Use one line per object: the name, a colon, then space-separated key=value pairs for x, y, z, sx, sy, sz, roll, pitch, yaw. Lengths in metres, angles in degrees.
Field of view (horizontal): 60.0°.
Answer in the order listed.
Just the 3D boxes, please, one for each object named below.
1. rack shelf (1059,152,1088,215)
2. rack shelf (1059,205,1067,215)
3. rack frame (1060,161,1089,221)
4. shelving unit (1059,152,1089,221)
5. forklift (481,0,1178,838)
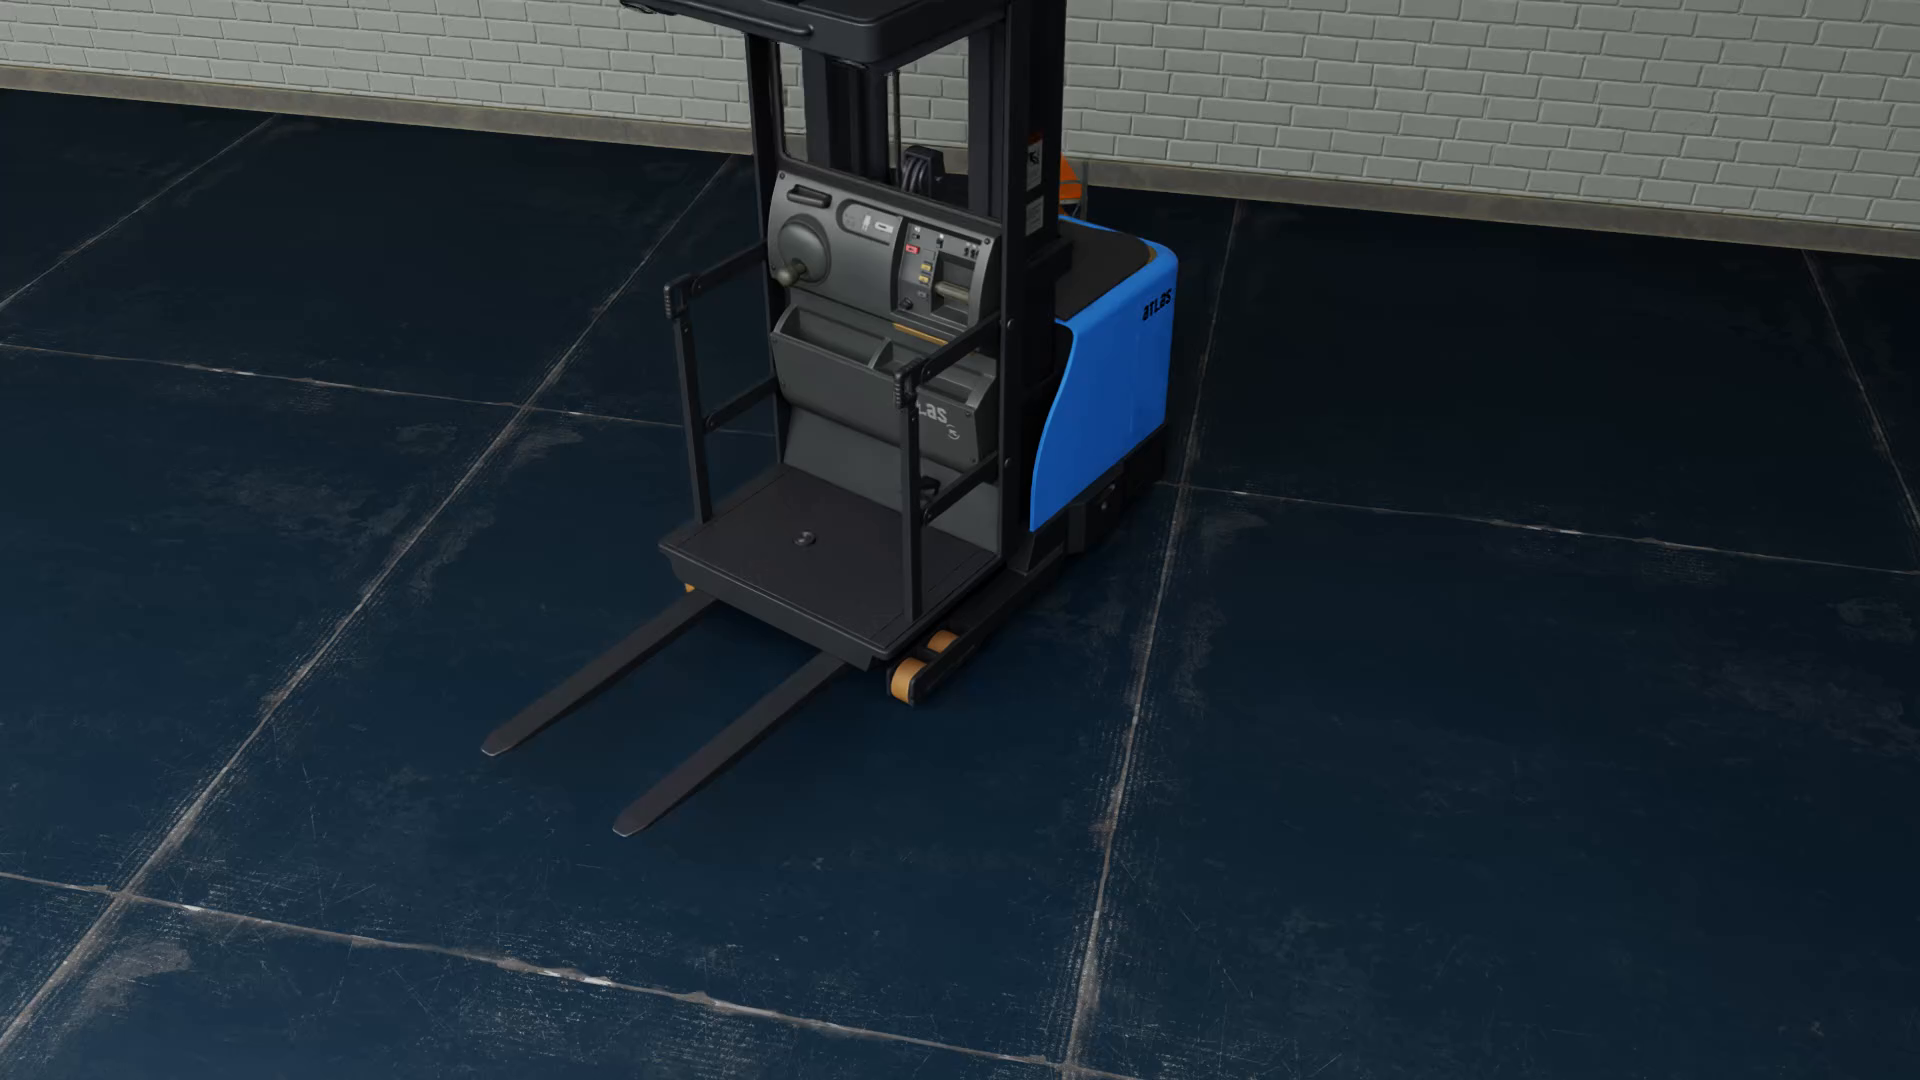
rack shelf: x=0.366 y=-1.520 z=7.155 sx=0.258 sy=0.148 sz=0.480 roll=-6 pitch=36 yaw=-9
rack shelf: x=0.366 y=-1.328 z=7.294 sx=0.258 sy=0.148 sz=0.480 roll=-6 pitch=36 yaw=-9
rack frame: x=0.411 y=-1.061 z=7.191 sx=0.240 sy=1.200 sz=0.015 roll=-6 pitch=36 yaw=-9
shelving unit: x=0.366 y=-1.202 z=7.385 sx=0.258 sy=1.200 sz=0.503 roll=-6 pitch=36 yaw=-9
forklift: x=-0.405 y=-0.925 z=5.529 sx=1.130 sy=2.935 sz=3.031 roll=23 pitch=42 yaw=29
